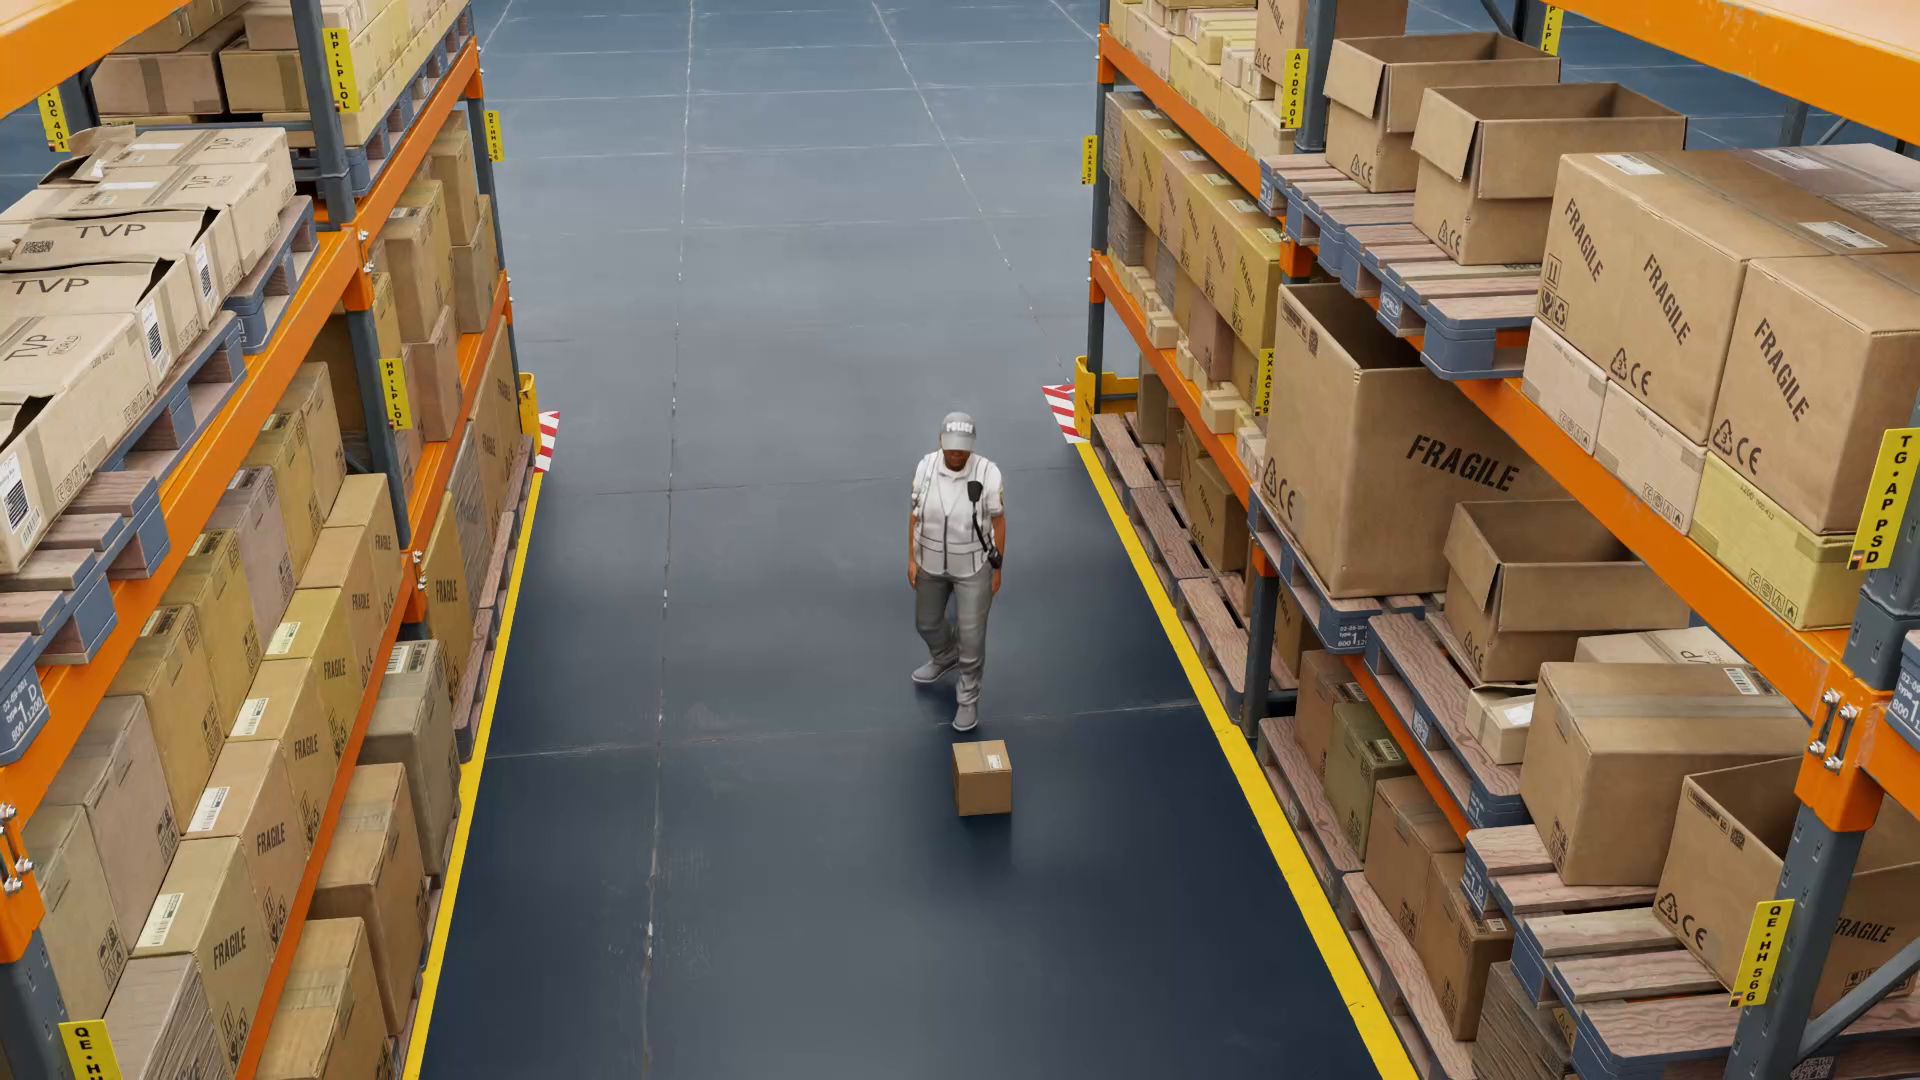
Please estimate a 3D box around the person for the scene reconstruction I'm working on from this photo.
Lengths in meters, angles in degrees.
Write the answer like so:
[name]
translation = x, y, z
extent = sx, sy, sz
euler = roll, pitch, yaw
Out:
[person]
translation = -0.032, 0.105, 8.403
extent = 0.526, 1.663, 0.588
euler = 8, 28, 15
